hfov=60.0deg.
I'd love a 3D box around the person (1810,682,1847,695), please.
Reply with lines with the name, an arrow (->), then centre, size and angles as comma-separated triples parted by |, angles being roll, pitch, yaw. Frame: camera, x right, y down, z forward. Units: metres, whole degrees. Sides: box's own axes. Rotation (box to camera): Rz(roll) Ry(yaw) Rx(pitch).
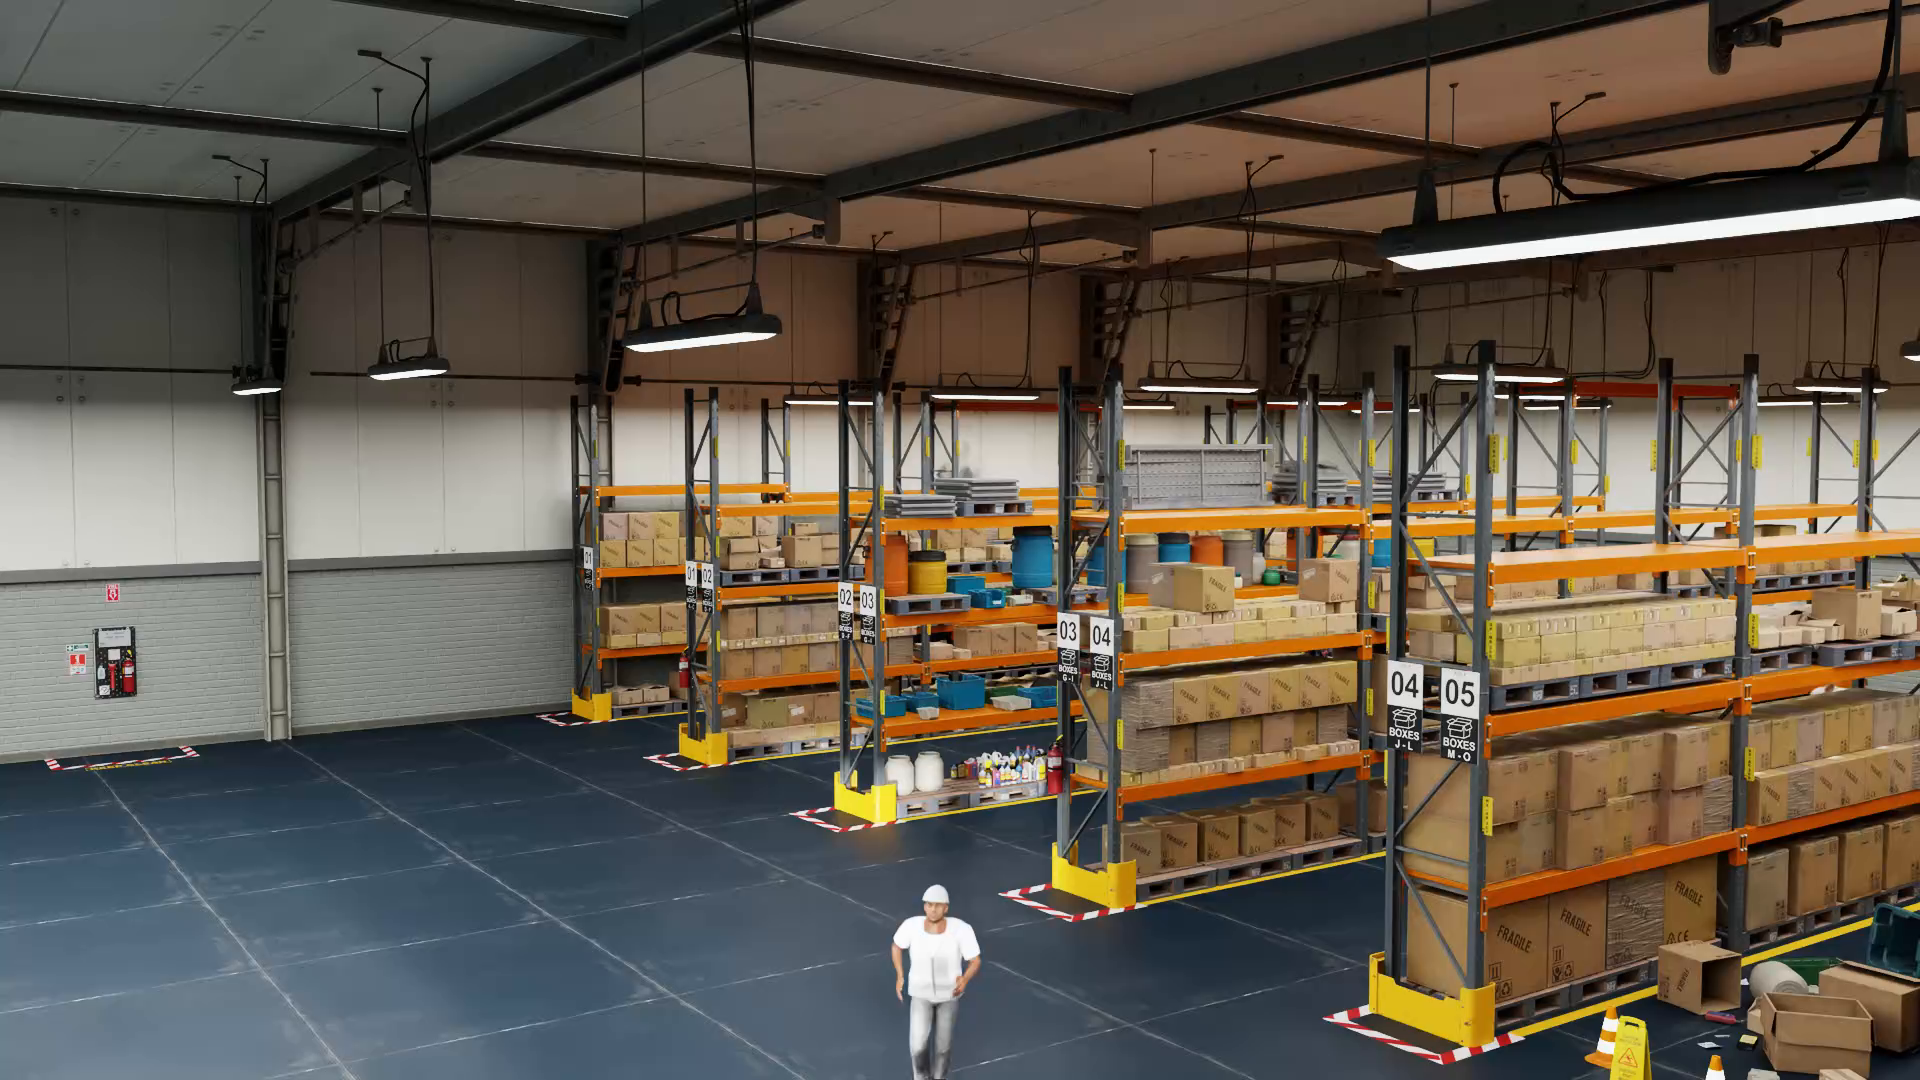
person -> 12.724, 2.825, 24.323 | 0.842, 1.843, 0.684 | -2, 4, -34

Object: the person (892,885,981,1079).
person -> -0.187, 3.518, 12.796 | 0.700, 1.738, 0.633 | 0, 3, 1
